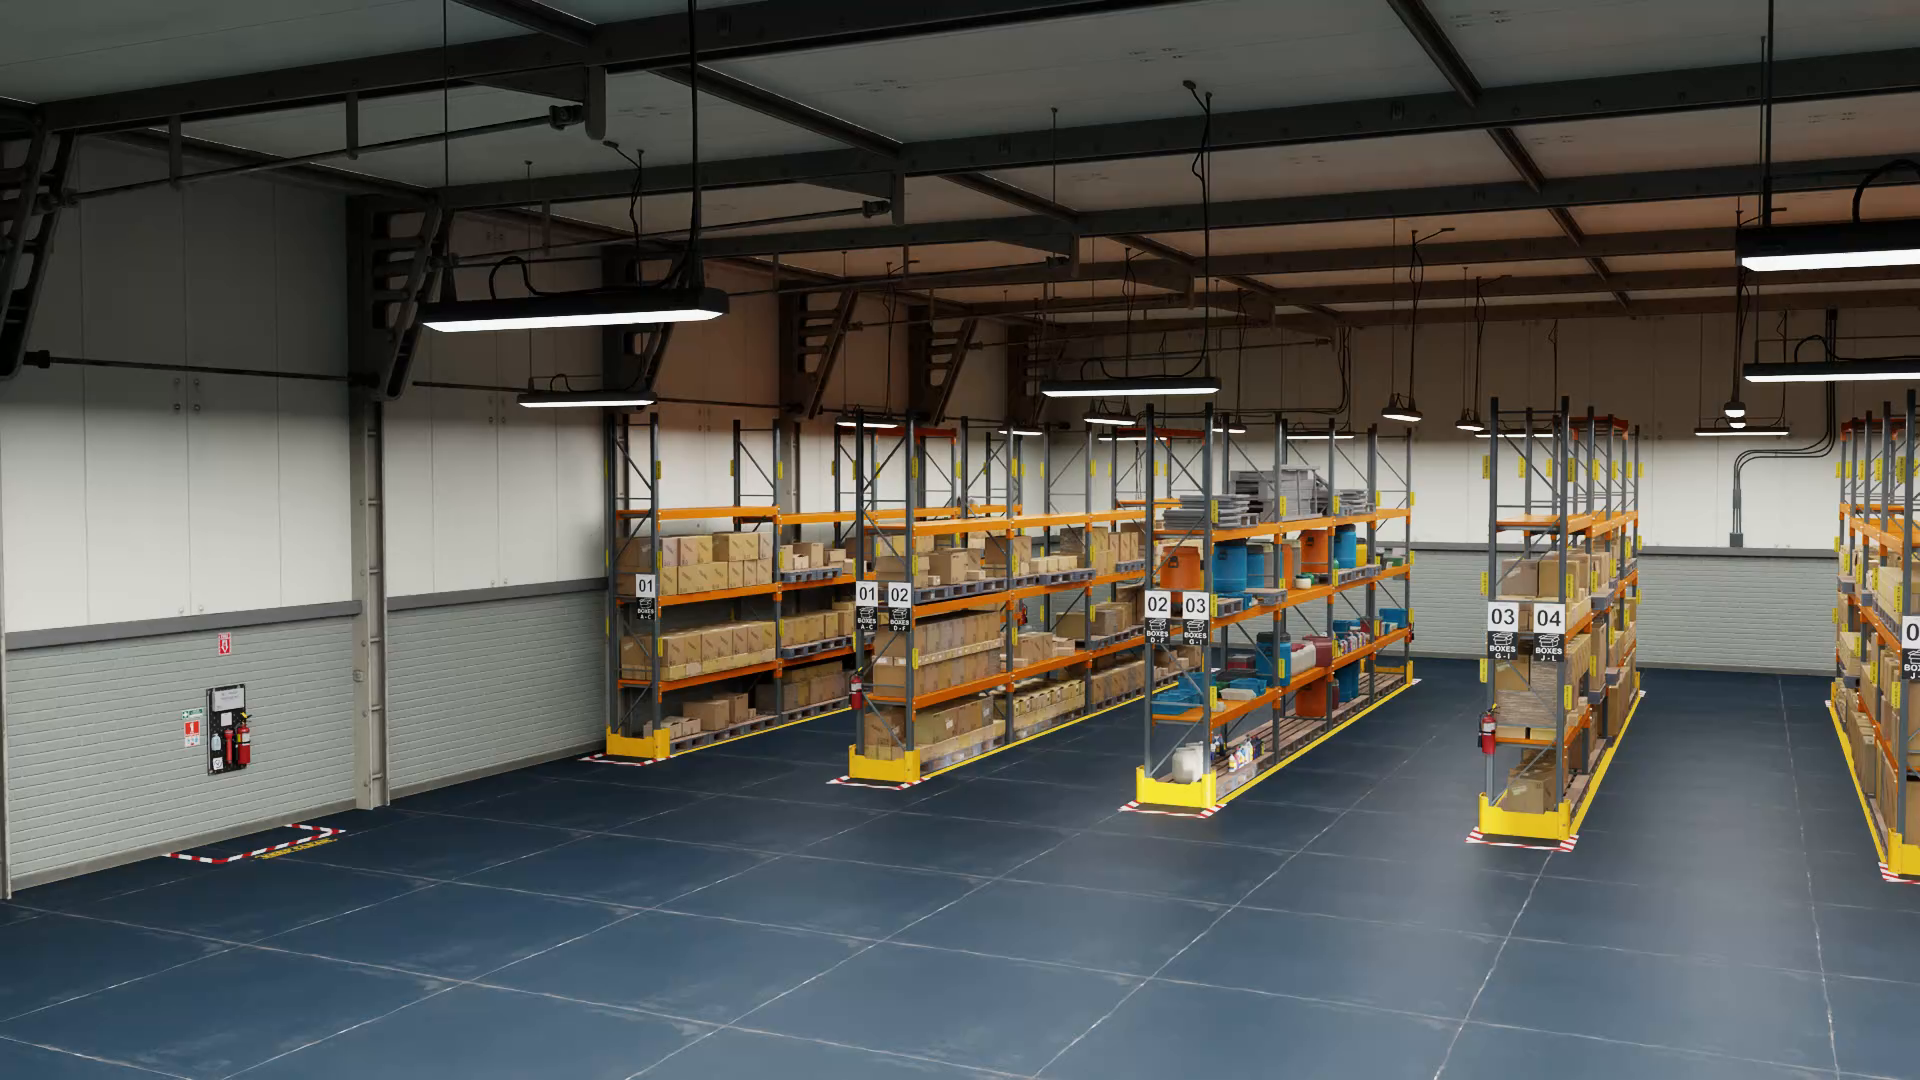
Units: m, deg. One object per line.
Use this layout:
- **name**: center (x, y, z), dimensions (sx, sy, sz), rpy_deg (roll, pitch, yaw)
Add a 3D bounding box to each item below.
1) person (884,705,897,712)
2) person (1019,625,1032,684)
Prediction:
- **person**: center (-1.094, 2.751, 32.232), dimensions (0.779, 1.762, 0.596), rpy_deg (-1, 3, -30)
- **person**: center (1.444, 2.711, 36.195), dimensions (0.573, 1.728, 0.611), rpy_deg (0, 2, -10)
